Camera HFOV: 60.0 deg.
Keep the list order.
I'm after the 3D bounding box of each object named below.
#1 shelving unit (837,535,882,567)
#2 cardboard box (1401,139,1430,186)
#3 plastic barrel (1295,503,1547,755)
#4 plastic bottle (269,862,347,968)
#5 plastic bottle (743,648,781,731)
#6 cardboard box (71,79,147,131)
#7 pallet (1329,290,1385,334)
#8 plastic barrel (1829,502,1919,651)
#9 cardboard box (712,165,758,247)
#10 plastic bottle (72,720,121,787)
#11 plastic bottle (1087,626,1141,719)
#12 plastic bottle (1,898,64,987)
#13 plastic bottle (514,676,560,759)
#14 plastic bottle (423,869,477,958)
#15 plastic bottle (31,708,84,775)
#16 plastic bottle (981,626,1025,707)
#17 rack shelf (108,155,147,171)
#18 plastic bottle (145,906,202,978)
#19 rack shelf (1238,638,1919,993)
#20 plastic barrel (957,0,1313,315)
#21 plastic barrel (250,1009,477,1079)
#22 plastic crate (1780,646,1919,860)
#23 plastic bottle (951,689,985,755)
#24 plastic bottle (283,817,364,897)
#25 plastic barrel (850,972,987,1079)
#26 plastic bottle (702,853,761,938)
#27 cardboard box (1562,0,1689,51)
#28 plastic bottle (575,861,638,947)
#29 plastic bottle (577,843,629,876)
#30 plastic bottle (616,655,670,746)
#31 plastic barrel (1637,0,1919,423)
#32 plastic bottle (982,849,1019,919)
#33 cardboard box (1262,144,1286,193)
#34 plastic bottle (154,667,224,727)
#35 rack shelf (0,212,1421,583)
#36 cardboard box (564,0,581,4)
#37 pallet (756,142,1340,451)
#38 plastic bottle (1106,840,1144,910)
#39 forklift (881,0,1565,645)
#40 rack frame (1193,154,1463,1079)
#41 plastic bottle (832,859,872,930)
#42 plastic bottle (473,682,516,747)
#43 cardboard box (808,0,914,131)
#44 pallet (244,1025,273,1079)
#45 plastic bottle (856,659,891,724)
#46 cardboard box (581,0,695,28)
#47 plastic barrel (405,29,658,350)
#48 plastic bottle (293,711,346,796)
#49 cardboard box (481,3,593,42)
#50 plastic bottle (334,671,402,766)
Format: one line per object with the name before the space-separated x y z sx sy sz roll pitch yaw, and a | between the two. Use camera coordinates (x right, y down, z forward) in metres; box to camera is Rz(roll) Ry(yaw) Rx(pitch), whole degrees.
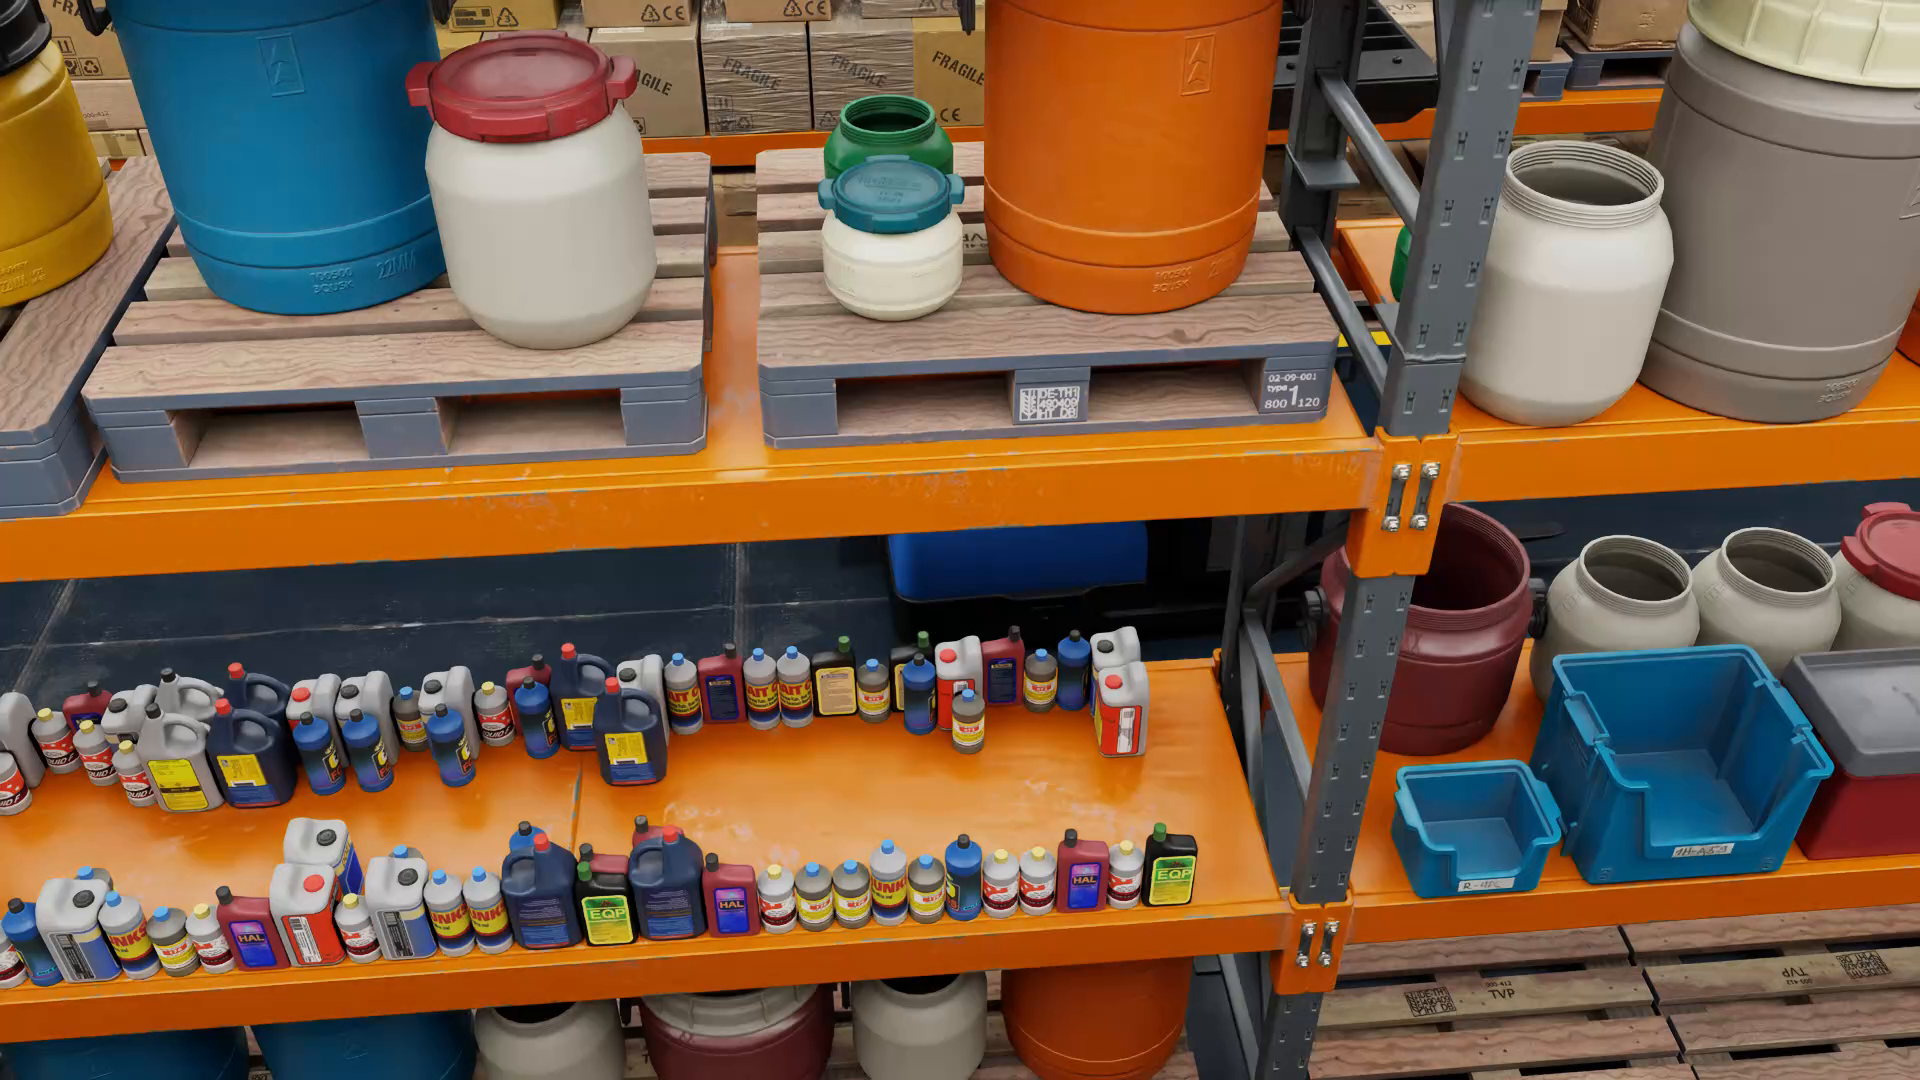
shelving unit | -0.469 -0.431 7.327 0.189 1.200 0.258 -5 39 -6
cardboard box | 2.813 -1.887 9.383 0.500 0.500 0.700 -6 39 -8
plastic barrel | 1.350 0.248 4.904 0.708 0.536 0.600 -3 38 -4
plastic bottle | -1.653 0.941 4.236 0.135 0.276 0.152 -3 38 -4
plastic bottle | -0.583 0.429 4.888 0.097 0.271 0.097 0 38 0
cardboard box | -3.925 -2.194 7.990 0.500 0.250 0.500 -4 38 -5
pallet | 2.467 -1.554 9.549 1.213 0.211 1.003 -3 38 -4
plastic barrel | 2.765 0.222 4.937 0.433 0.535 0.433 0 38 0
cardboard box | -1.102 -1.803 8.990 0.875 0.875 1.225 -3 38 -4
plastic bottle | -2.454 0.597 4.732 0.097 0.201 0.097 0 38 0
plastic bottle | 0.455 0.387 4.938 0.135 0.276 0.152 -3 38 -4
plastic bottle | -2.323 0.997 4.169 0.097 0.271 0.097 0 38 0
plastic bottle | -1.223 0.502 4.796 0.097 0.271 0.097 0 38 0
plastic bottle | -1.304 0.941 4.240 0.097 0.271 0.097 0 38 0
plastic bottle | -2.593 0.567 4.770 0.097 0.201 0.097 0 38 0
plastic bottle | 0.124 0.374 4.949 0.133 0.283 0.061 -3 38 -4
rack shelf | -5.500 -1.930 8.356 4.000 0.370 1.077 -3 38 -4
plastic bottle | -1.995 1.006 4.213 0.097 0.201 0.097 0 38 0
rack shelf | 2.907 0.687 5.039 4.000 0.370 1.077 -3 38 -4
plastic barrel | 0.349 -0.968 3.447 0.708 0.830 0.600 -3 38 -4
plastic barrel | -1.821 1.334 4.992 0.708 0.901 0.600 -3 38 -4
plastic crate | 2.551 0.589 4.530 0.583 0.464 0.402 -3 38 -4
plastic bottle | 0.024 0.518 4.833 0.097 0.201 0.097 0 38 0
plastic bottle | -1.666 0.847 4.355 0.135 0.276 0.152 -3 38 -4
plastic barrel | -0.126 1.449 5.161 0.421 0.512 0.421 0 38 0
plastic bottle | -0.589 0.908 4.272 0.133 0.283 0.061 -3 38 -4
cardboard box | 3.656 -3.204 8.566 1.000 1.000 1.000 -3 38 -4
plastic bottle | -0.906 0.925 4.250 0.133 0.283 0.061 -3 38 -4
plastic bottle | -0.911 0.888 4.297 0.133 0.283 0.061 -3 38 -4
plastic bottle | -0.926 0.463 4.842 0.135 0.276 0.152 -3 38 -4
plastic barrel | 1.752 -0.771 3.480 0.600 0.901 0.600 0 38 0
plastic bottle | 0.106 0.891 4.360 0.097 0.201 0.097 0 38 0
cardboard box | 1.668 -2.118 9.071 0.500 0.250 0.500 1 38 1
plastic bottle | -2.183 0.501 4.734 0.185 0.351 0.144 -3 38 -4
rack shelf | -1.077 -0.271 3.831 4.000 0.370 1.077 -3 38 -4
cardboard box | -2.053 -2.612 8.558 0.500 0.500 0.500 -4 38 -5
pallet | 0.144 -0.608 3.830 1.213 0.211 1.003 -3 38 -4
plastic bottle | 0.433 0.873 4.383 0.097 0.201 0.097 0 38 0
forklift | 1.164 -1.087 6.761 3.031 2.935 1.130 -5 39 -6
rack frame | 0.915 0.514 4.677 0.127 3.000 1.000 -3 38 -4
plastic bottle | -0.282 0.912 4.333 0.097 0.201 0.097 0 38 0
plastic bottle | -1.361 0.499 4.856 0.097 0.201 0.097 0 38 0
cardboard box | -0.491 -2.377 8.261 0.500 0.500 0.500 -3 38 -4
pallet | -2.297 1.812 5.284 1.213 0.211 1.003 -3 38 -4
plastic bottle | -0.257 0.439 4.933 0.097 0.201 0.097 0 38 0
cardboard box | -1.571 -2.870 8.075 0.637 0.503 0.797 -2 38 -3
plastic barrel | -0.838 -0.691 3.334 0.433 0.535 0.433 0 38 0
plastic bottle | -1.810 0.591 4.683 0.097 0.271 0.097 0 38 0
cardboard box | -2.029 -2.288 8.147 0.500 0.500 0.500 -4 38 -5
plastic bottle | -1.705 0.506 4.787 0.135 0.276 0.152 -3 38 -4
